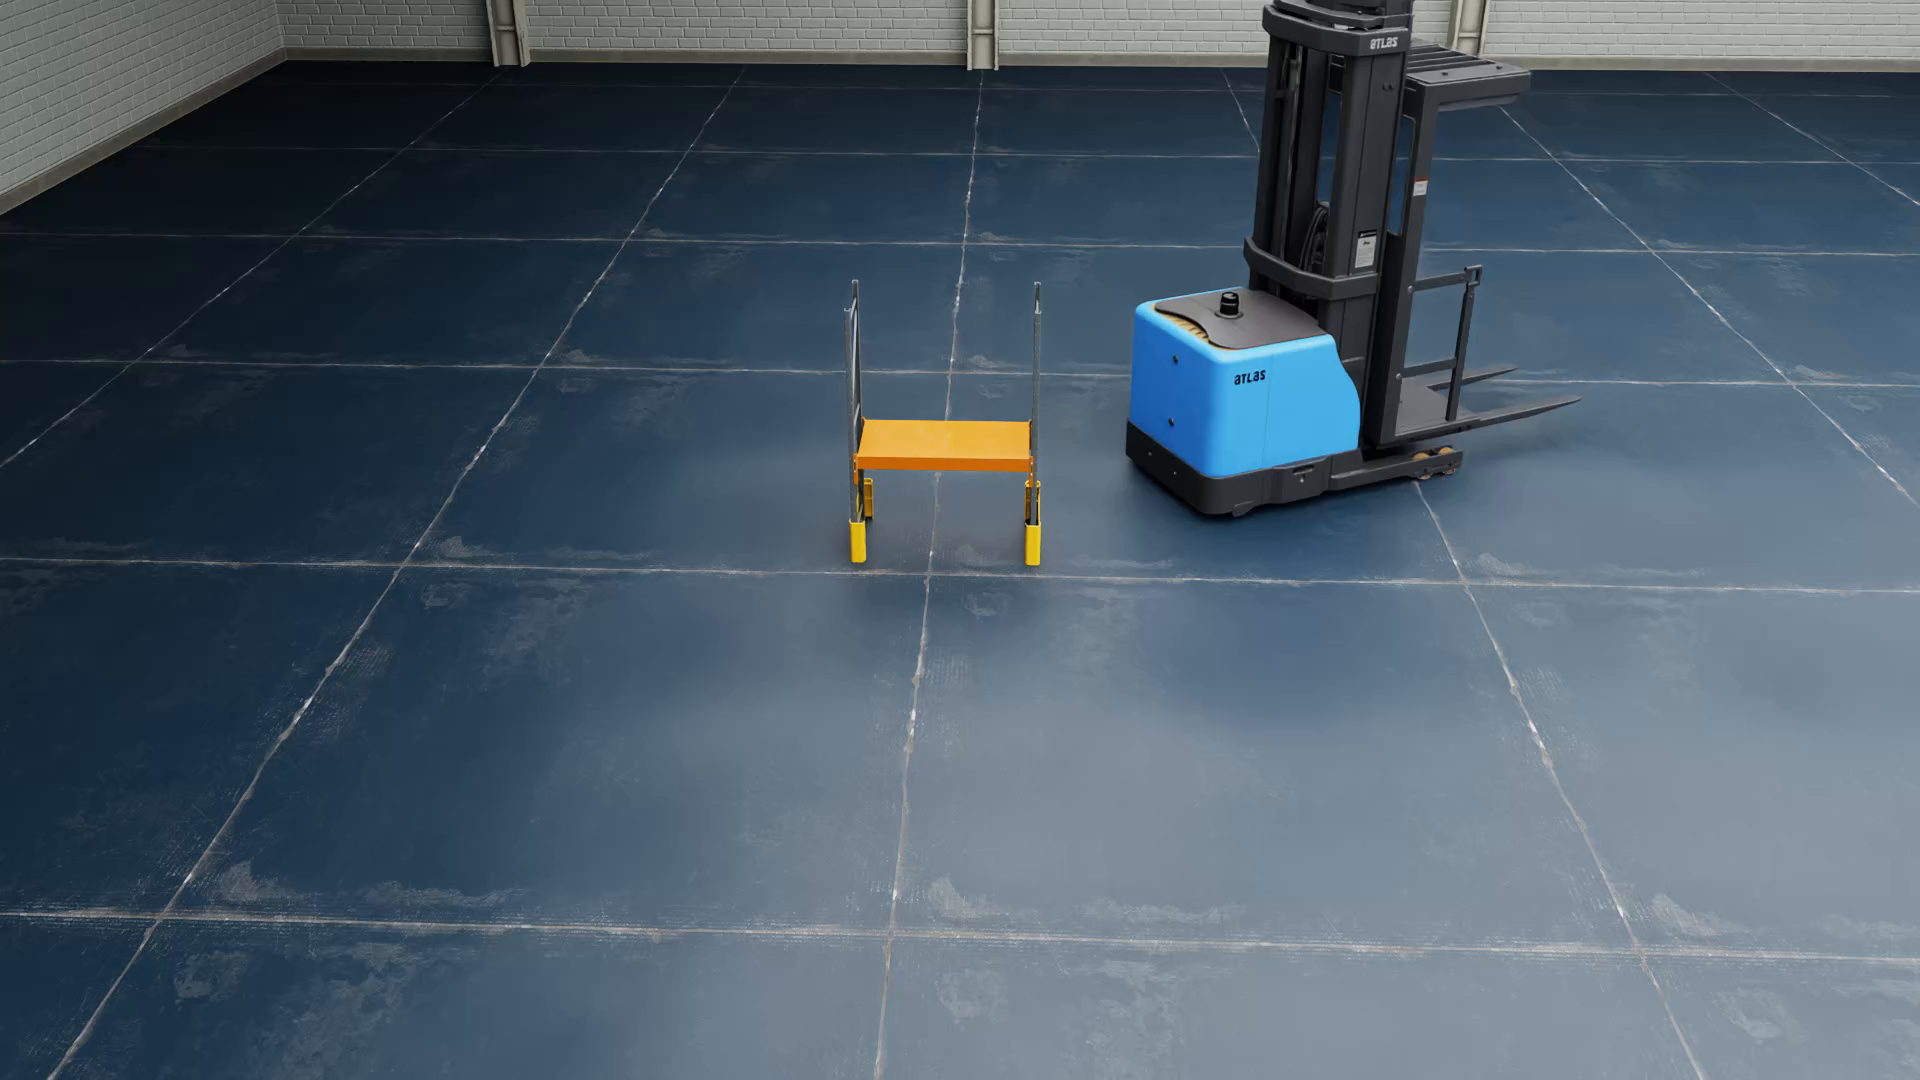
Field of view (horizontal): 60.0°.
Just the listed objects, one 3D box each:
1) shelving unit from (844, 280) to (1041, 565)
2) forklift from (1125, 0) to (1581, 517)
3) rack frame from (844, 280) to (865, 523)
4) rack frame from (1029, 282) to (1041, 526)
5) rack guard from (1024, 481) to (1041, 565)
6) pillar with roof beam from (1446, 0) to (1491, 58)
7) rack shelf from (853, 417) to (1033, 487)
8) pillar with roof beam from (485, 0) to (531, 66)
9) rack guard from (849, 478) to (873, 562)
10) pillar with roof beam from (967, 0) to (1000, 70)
[{"bbox_3d":[-0.076,-0.664,9.401,1.083,1.500,0.587,1,28,2],"label":"shelving unit"},{"bbox_3d":[2.619,-1.885,10.176,3.031,2.935,1.130,-12,30,-22],"label":"forklift"},{"bbox_3d":[-0.593,-0.672,9.417,0.032,1.500,0.500,1,28,2],"label":"rack frame"},{"bbox_3d":[0.423,-0.656,9.386,0.032,1.500,0.500,1,28,2],"label":"rack frame"},{"bbox_3d":[0.422,-0.103,9.678,0.087,0.250,0.587,1,28,2],"label":"rack guard"},{"bbox_3d":[6.134,-7.837,14.927,0.400,9.000,9.100,1,28,2],"label":"pillar with roof beam"},{"bbox_3d":[-0.085,-0.505,9.486,1.000,0.185,0.538,1,28,2],"label":"rack shelf"},{"bbox_3d":[-5.858,-8.036,15.301,0.400,9.000,9.100,1,28,2],"label":"pillar with roof beam"},{"bbox_3d":[-0.574,-0.120,9.709,0.087,0.250,0.587,1,28,2],"label":"rack guard"},{"bbox_3d":[0.138,-7.937,15.114,0.400,9.000,9.100,1,28,2],"label":"pillar with roof beam"}]
